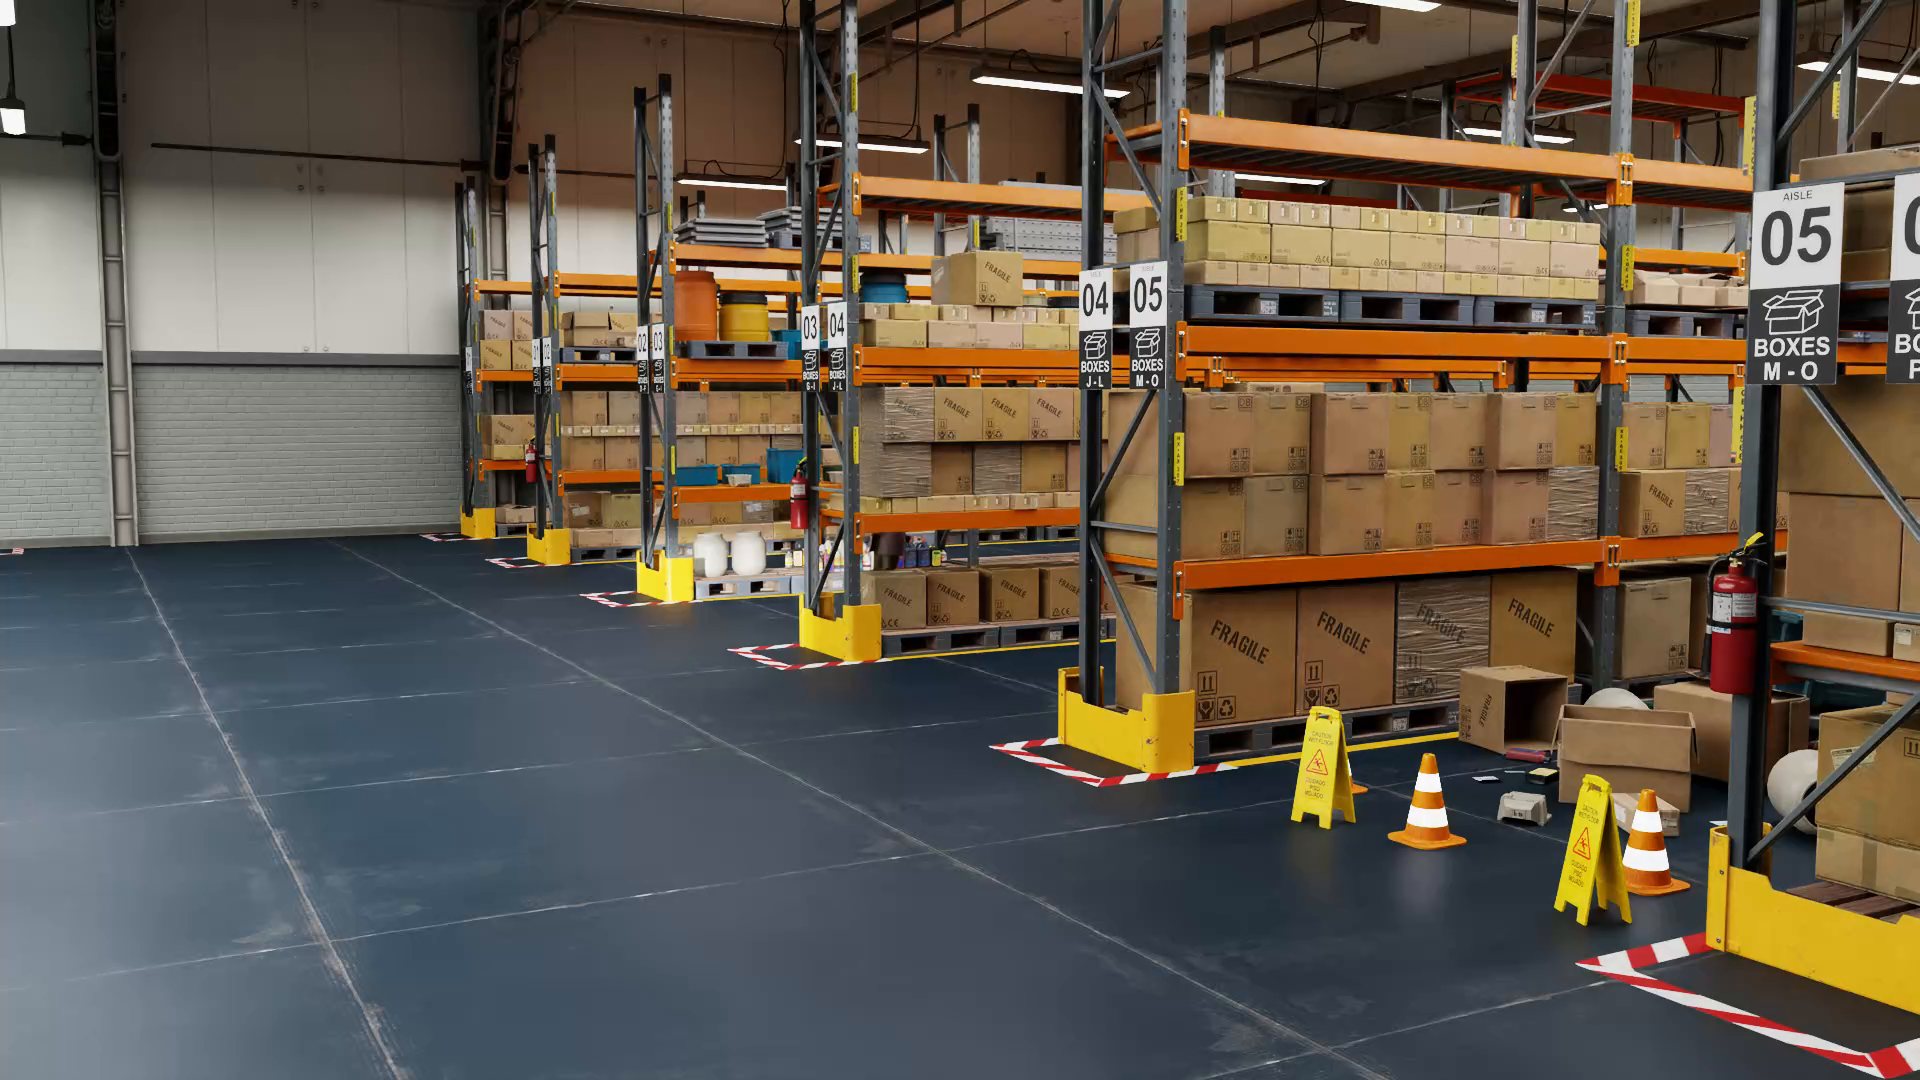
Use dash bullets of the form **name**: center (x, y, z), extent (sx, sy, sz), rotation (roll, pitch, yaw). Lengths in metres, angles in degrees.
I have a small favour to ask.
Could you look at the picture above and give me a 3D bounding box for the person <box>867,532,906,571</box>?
- **person**: center (-0.815, -0.061, 17.844), extent (0.479, 1.782, 0.572), rotation (-3, 6, -30)
